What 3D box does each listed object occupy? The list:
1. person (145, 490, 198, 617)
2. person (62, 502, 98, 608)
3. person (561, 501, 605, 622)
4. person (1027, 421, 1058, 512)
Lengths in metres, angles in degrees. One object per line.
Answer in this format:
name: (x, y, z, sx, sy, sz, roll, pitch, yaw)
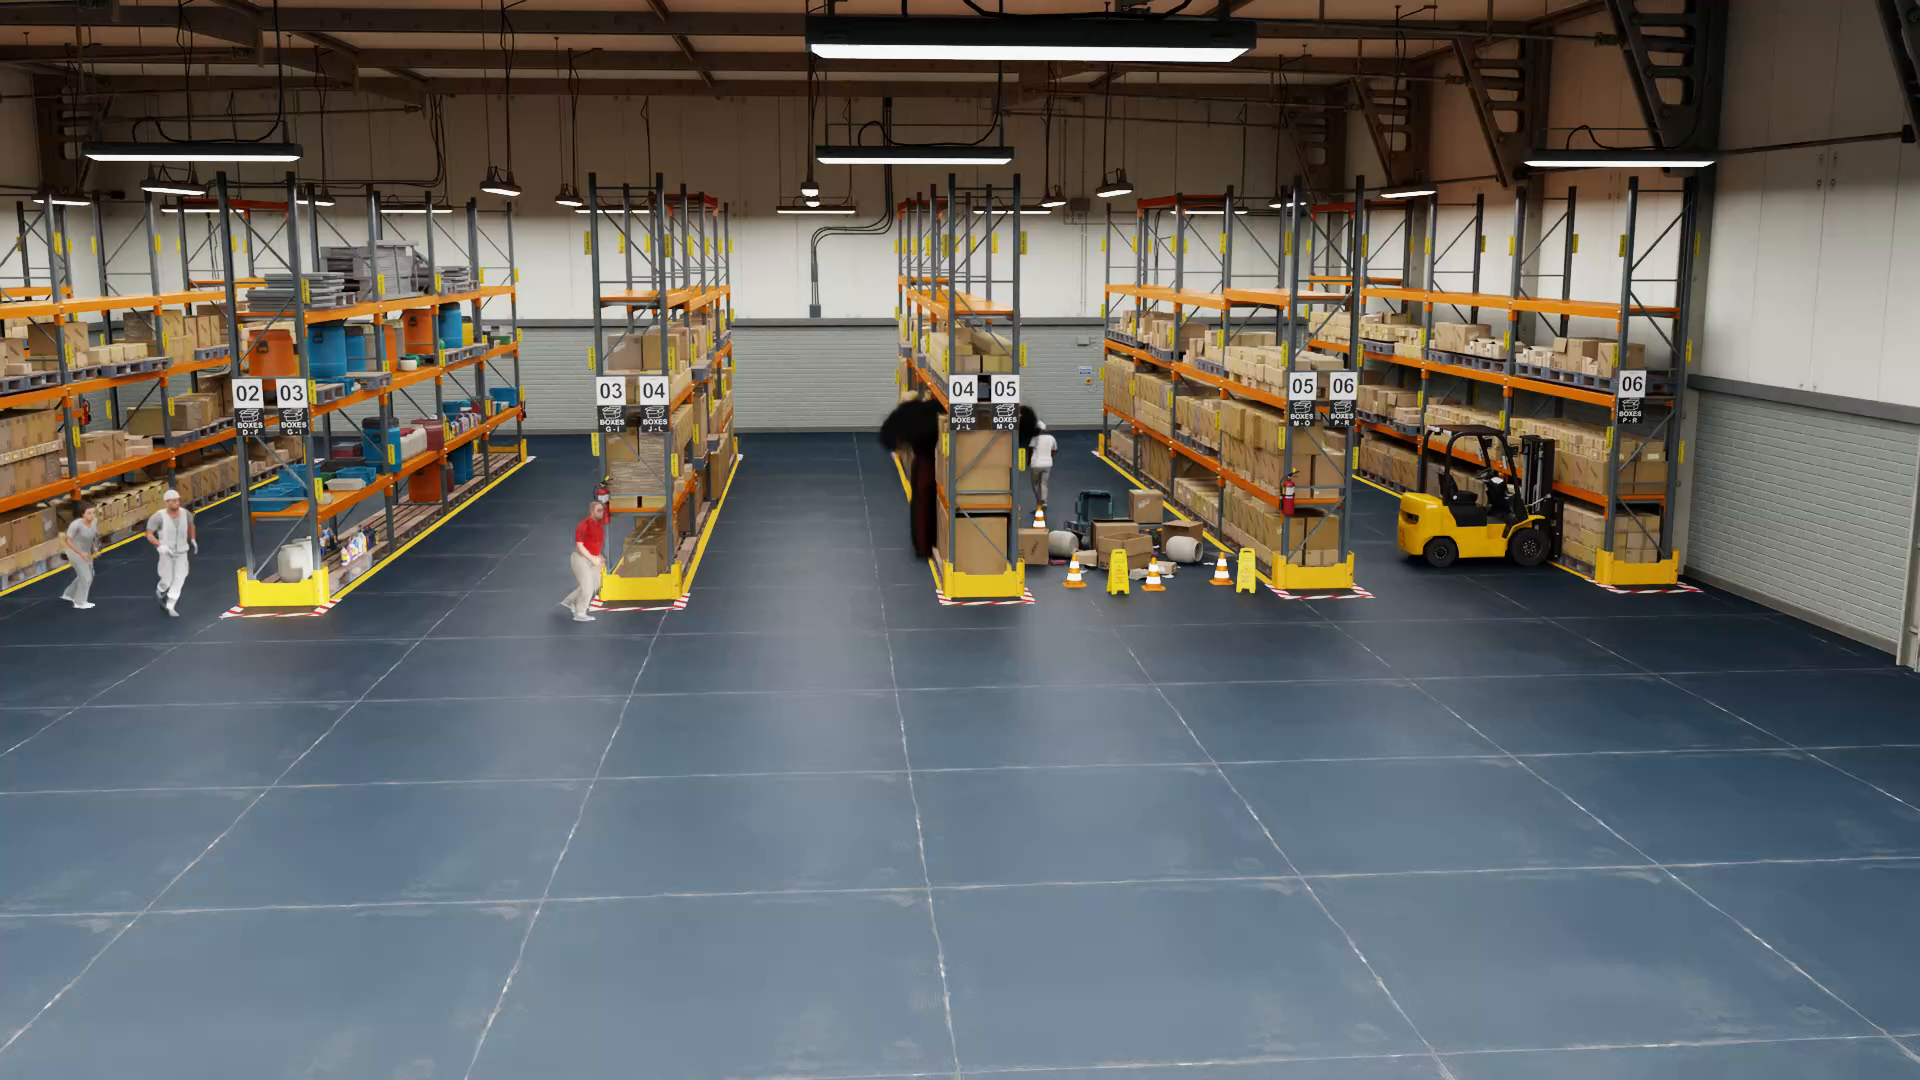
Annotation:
person: (-10.839, 0.159, 22.862, 0.680, 1.751, 0.678, -9, 13, -42)
person: (-12.284, 0.204, 23.175, 0.811, 1.525, 0.598, 2, 10, 10)
person: (-5.083, 0.279, 22.365, 0.759, 1.647, 0.649, 2, 10, 13)
person: (1.581, -1.357, 31.368, 0.660, 1.742, 0.836, -2, 10, -14)
